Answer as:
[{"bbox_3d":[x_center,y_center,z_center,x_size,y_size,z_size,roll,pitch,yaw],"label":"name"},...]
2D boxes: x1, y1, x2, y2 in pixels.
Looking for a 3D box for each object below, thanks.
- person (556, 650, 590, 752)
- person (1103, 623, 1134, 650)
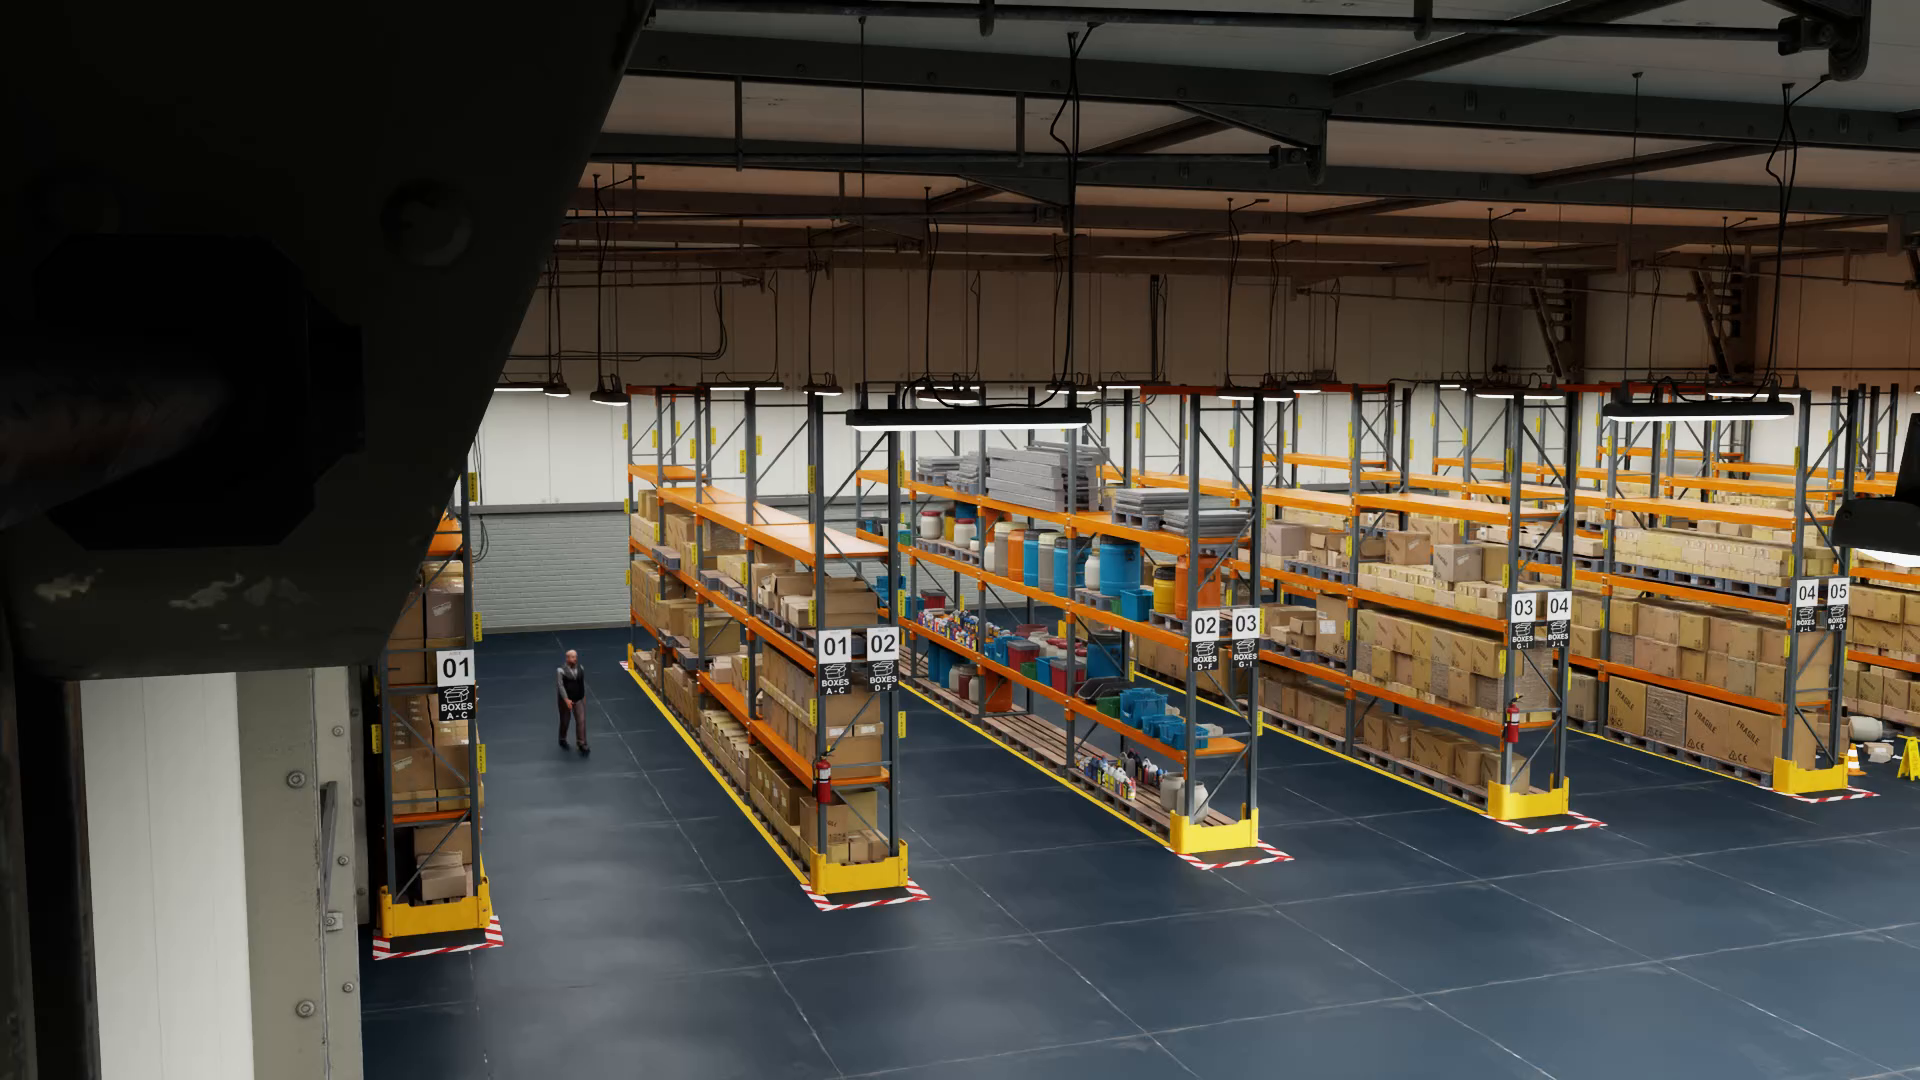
[{"bbox_3d":[-6.394,2.646,27.529,0.537,1.658,1.015,-4,7,-35],"label":"person"},{"bbox_3d":[3.103,1.941,32.599,0.597,1.609,0.624,-1,6,-9],"label":"person"}]
